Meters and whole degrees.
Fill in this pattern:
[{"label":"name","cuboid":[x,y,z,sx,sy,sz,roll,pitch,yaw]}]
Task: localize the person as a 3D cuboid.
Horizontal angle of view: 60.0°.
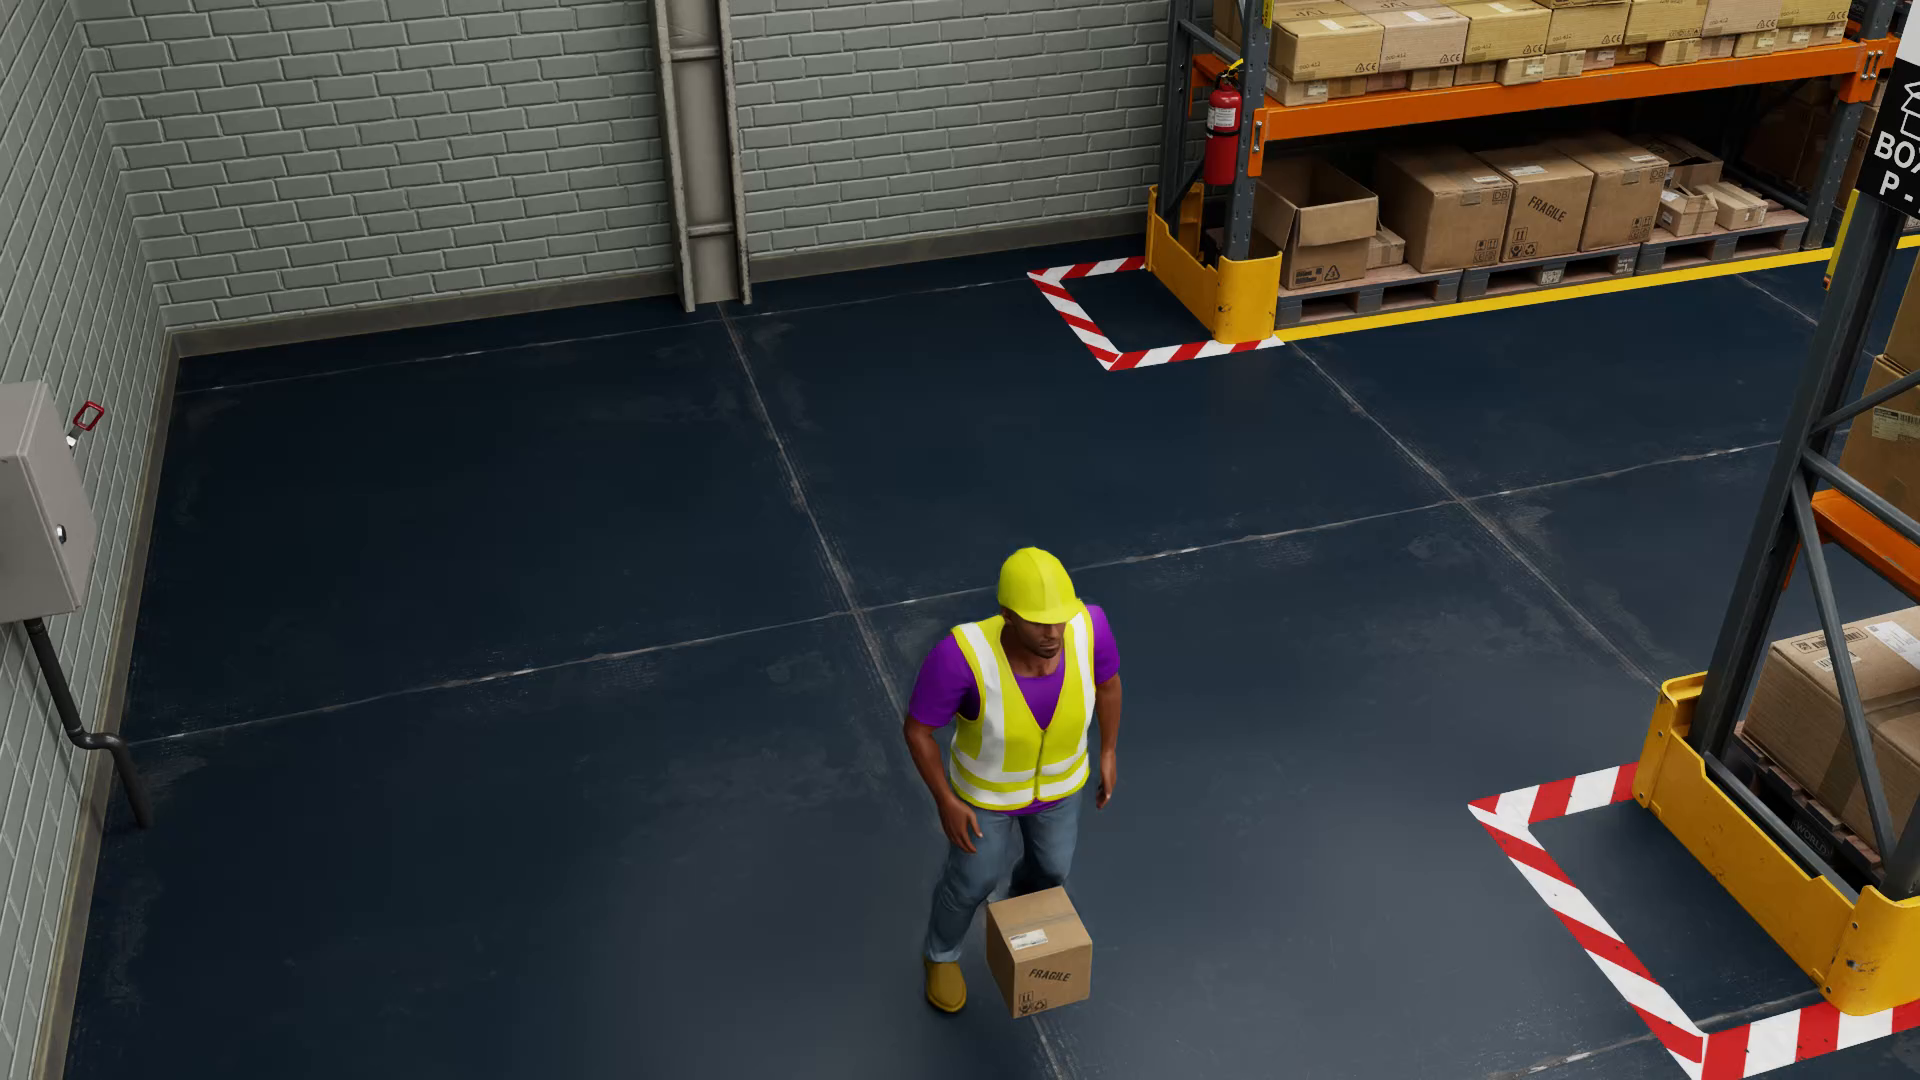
[{"label":"person","cuboid":[0.173,0.734,5.038,0.689,1.746,0.487,-11,35,-15]}]
